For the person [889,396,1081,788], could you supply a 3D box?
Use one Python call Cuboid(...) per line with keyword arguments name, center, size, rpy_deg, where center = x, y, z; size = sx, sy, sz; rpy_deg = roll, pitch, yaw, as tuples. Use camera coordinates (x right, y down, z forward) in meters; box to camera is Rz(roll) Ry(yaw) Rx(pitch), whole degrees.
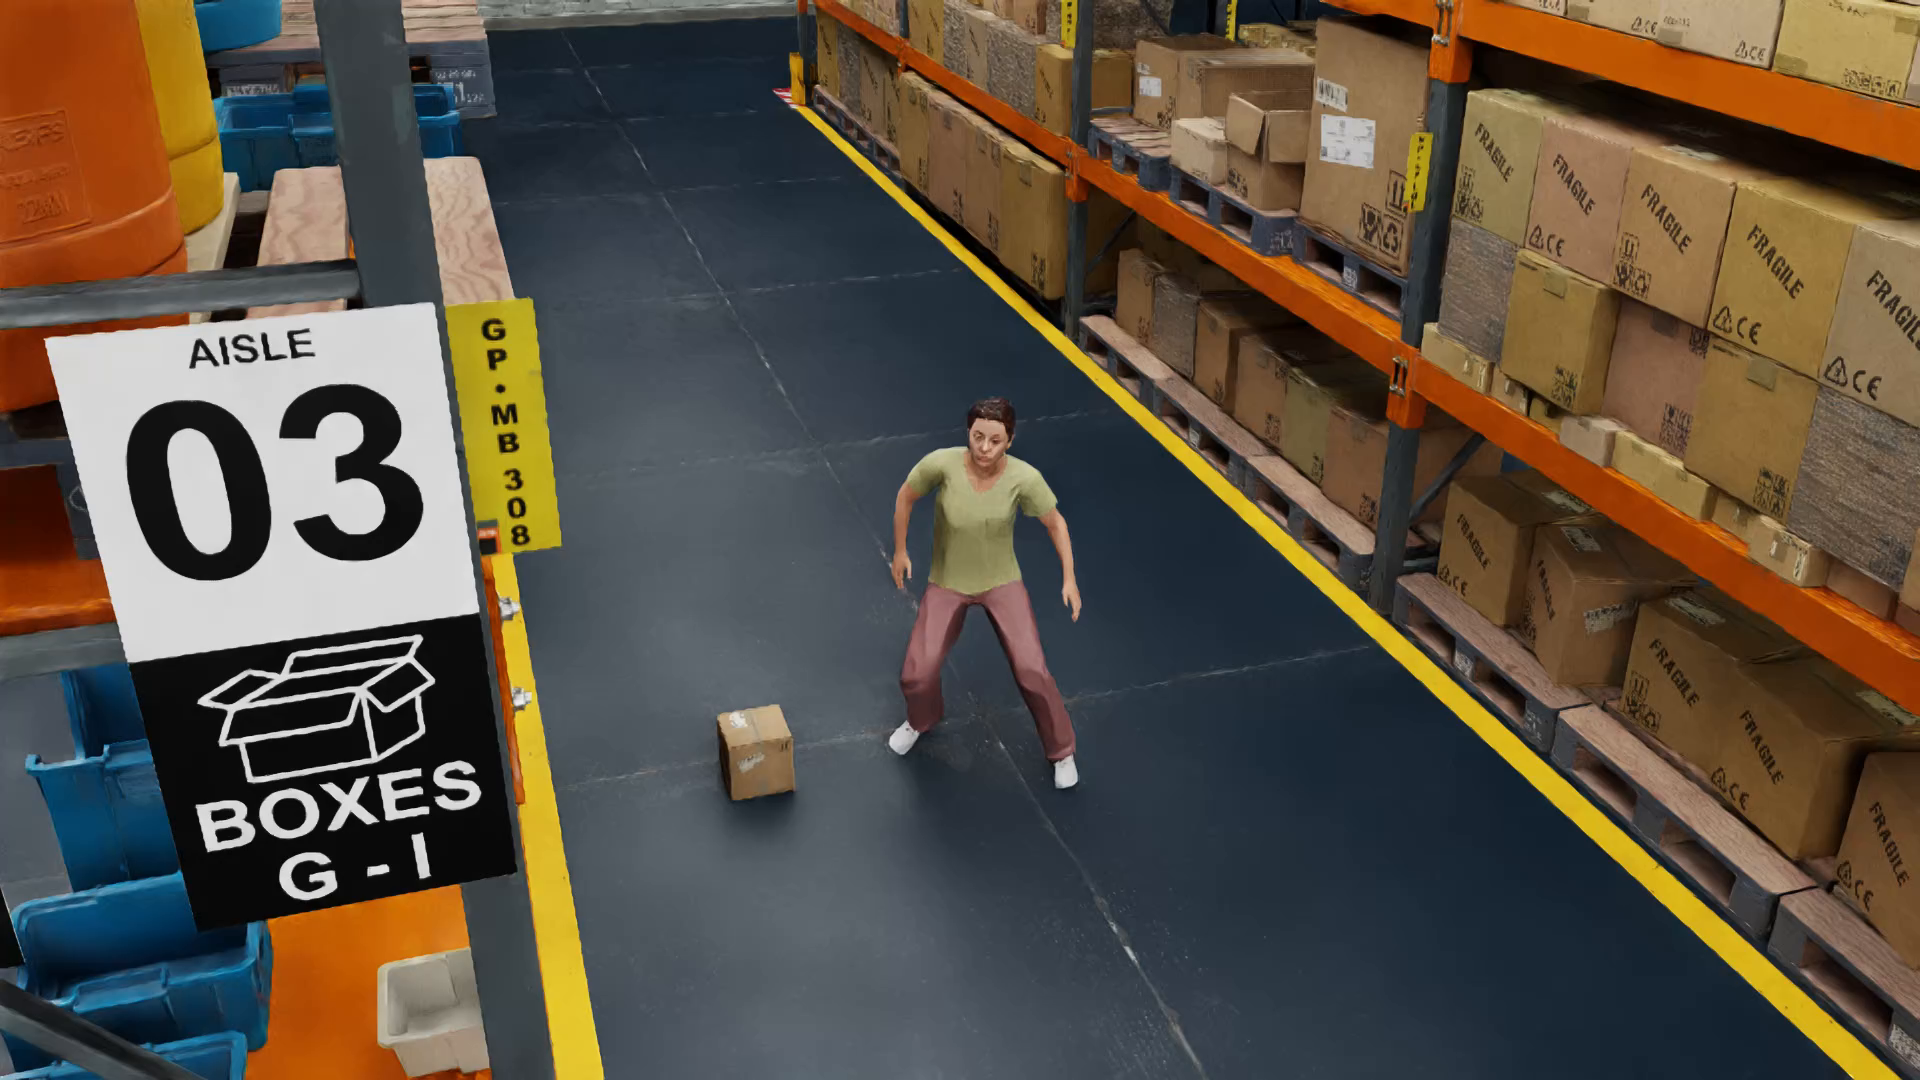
Cuboid(name="person", center=(0.100, 0.185, 6.414), size=(0.773, 1.531, 0.500), rpy_deg=(3, 27, 5))
